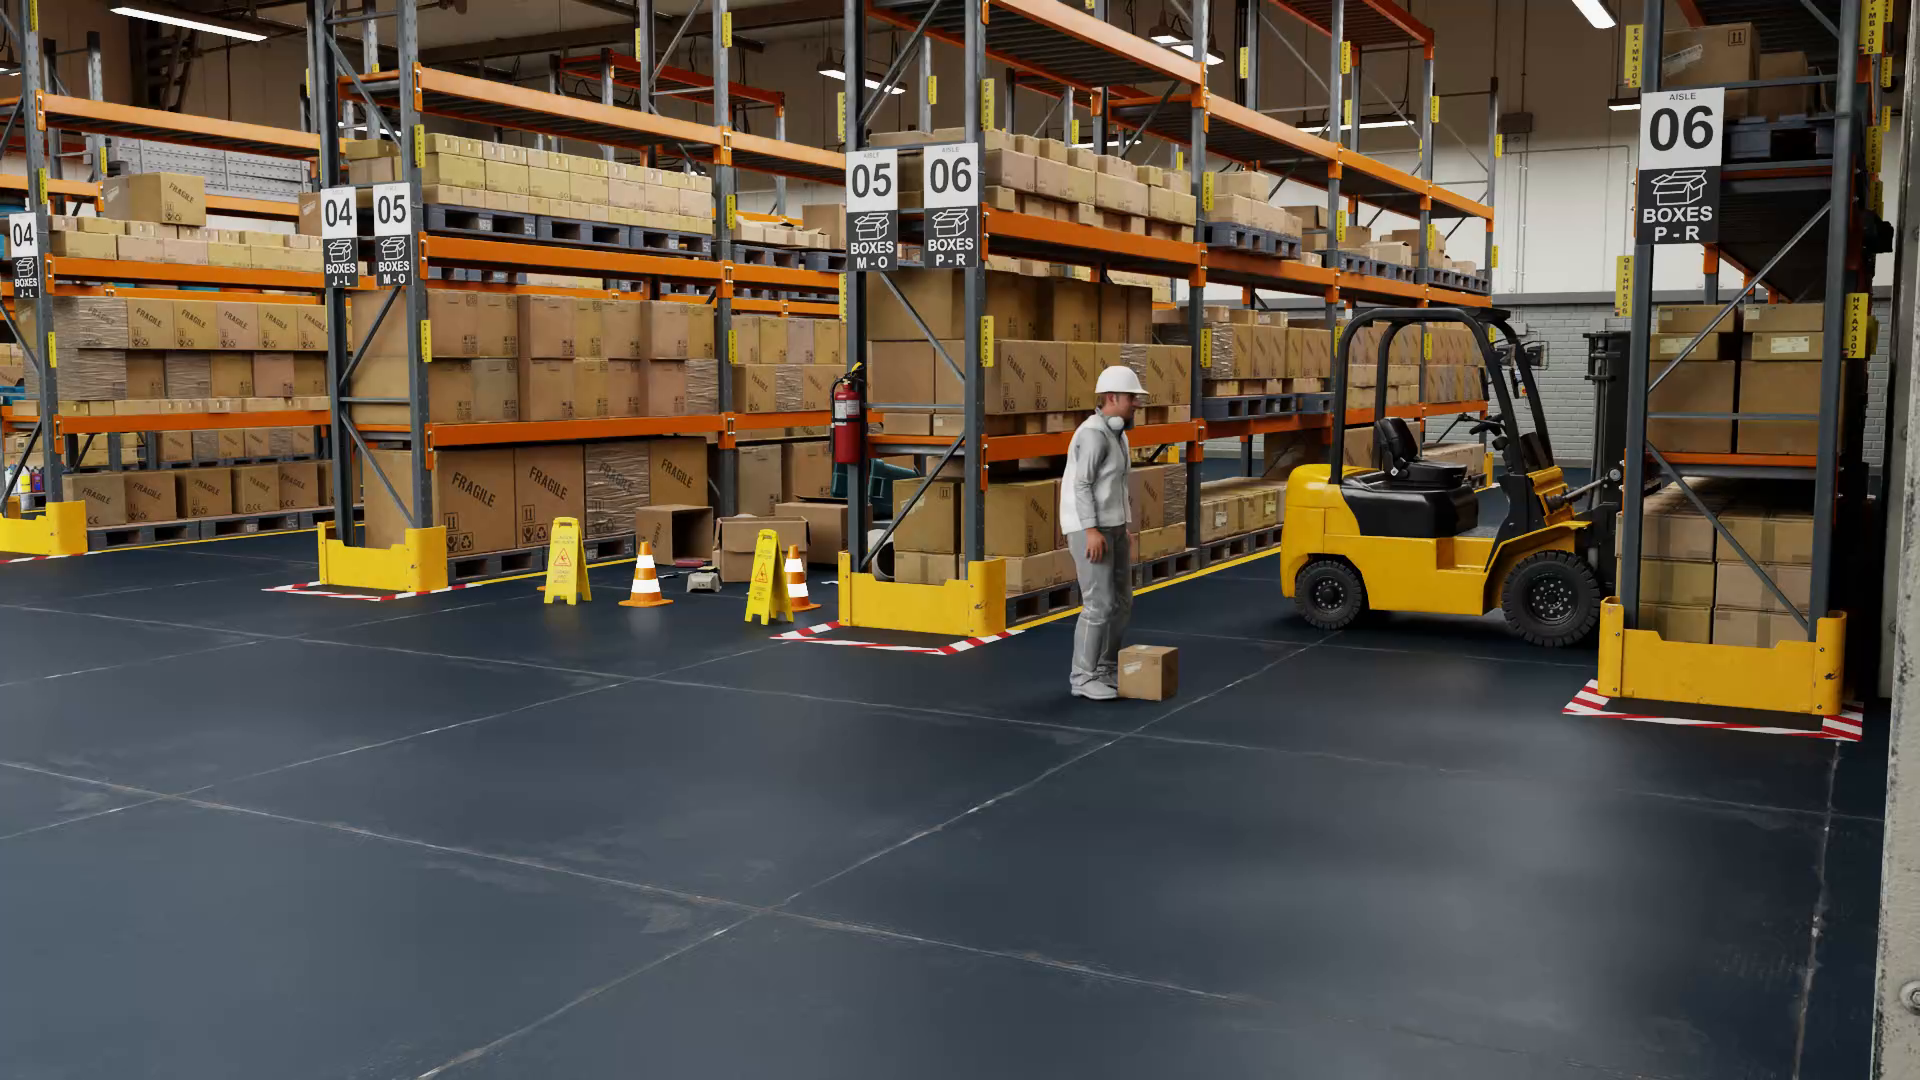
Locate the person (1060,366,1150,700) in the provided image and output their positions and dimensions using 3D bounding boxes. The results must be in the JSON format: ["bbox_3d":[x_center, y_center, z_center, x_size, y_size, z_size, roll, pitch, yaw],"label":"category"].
[{"bbox_3d":[0.785,-0.055,9.029,0.465,1.770,0.591,3,6,25],"label":"person"}]
